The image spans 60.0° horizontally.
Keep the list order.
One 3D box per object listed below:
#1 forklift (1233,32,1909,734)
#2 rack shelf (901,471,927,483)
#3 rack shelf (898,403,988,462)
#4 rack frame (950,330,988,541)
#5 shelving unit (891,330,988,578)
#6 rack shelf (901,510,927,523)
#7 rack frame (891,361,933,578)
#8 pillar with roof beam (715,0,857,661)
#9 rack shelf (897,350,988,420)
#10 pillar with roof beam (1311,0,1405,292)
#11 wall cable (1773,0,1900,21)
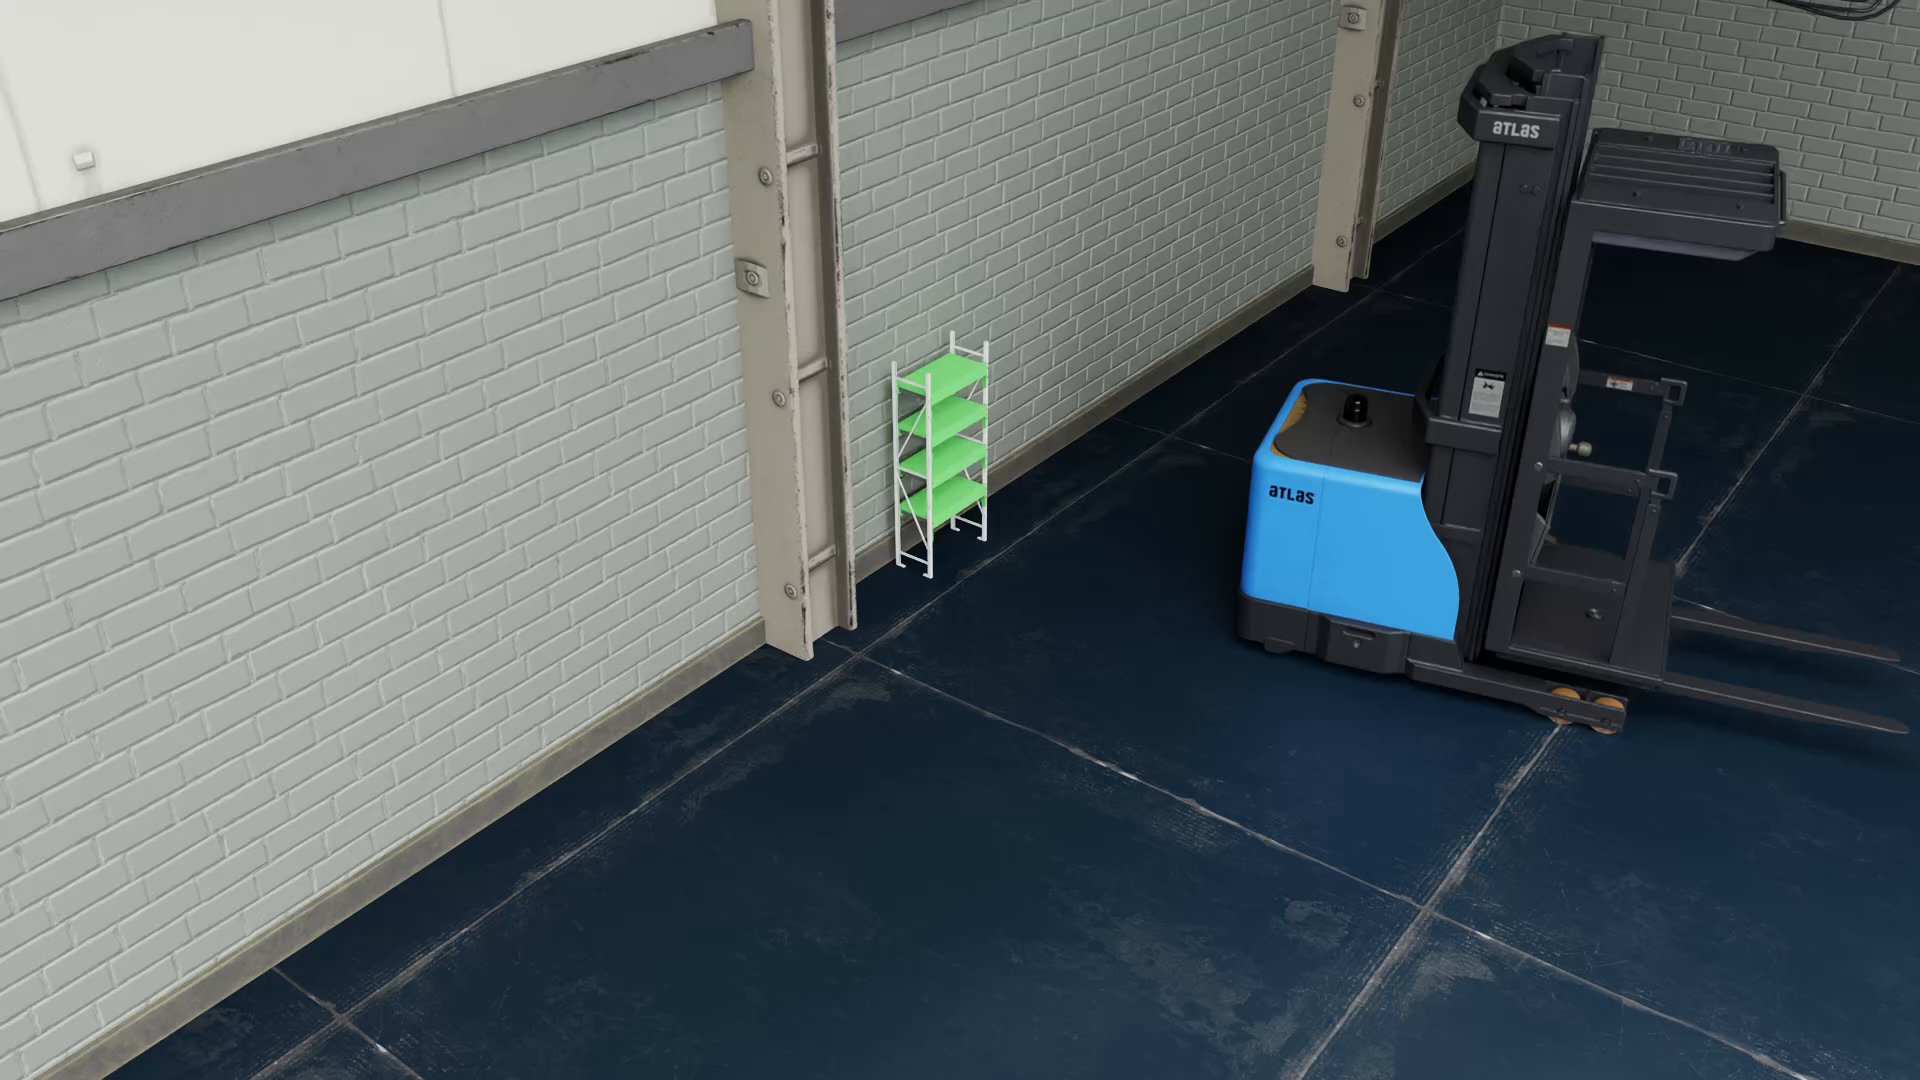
[{"bbox_3d":[2.940,-0.669,7.504,3.031,2.935,1.130,12,33,20],"label":"forklift"},{"bbox_3d":[-0.100,-0.419,8.849,0.199,0.029,0.442,21,37,31],"label":"rack shelf"},{"bbox_3d":[-0.100,-0.600,8.741,0.258,0.148,0.480,21,37,31],"label":"rack shelf"},{"bbox_3d":[0.047,-0.548,8.998,0.240,1.200,0.015,21,37,31],"label":"rack frame"},{"bbox_3d":[-0.100,-0.449,8.831,0.258,1.200,0.503,21,37,31],"label":"shelving unit"},{"bbox_3d":[-0.100,-0.212,8.971,0.199,0.029,0.442,21,37,31],"label":"rack shelf"},{"bbox_3d":[-0.247,-0.350,8.663,0.240,1.200,0.015,21,37,31],"label":"rack frame"},{"bbox_3d":[2.670,-2.073,3.922,9.100,9.000,0.400,21,37,31],"label":"pillar with roof beam"},{"bbox_3d":[-0.100,-0.807,8.618,0.258,0.148,0.480,21,37,31],"label":"rack shelf"},{"bbox_3d":[6.292,-4.512,8.037,9.100,9.000,0.400,21,37,31],"label":"pillar with roof beam"},{"bbox_3d":[5.692,-5.292,12.398,3.097,2.526,0.112,21,37,31],"label":"wall cable"}]
